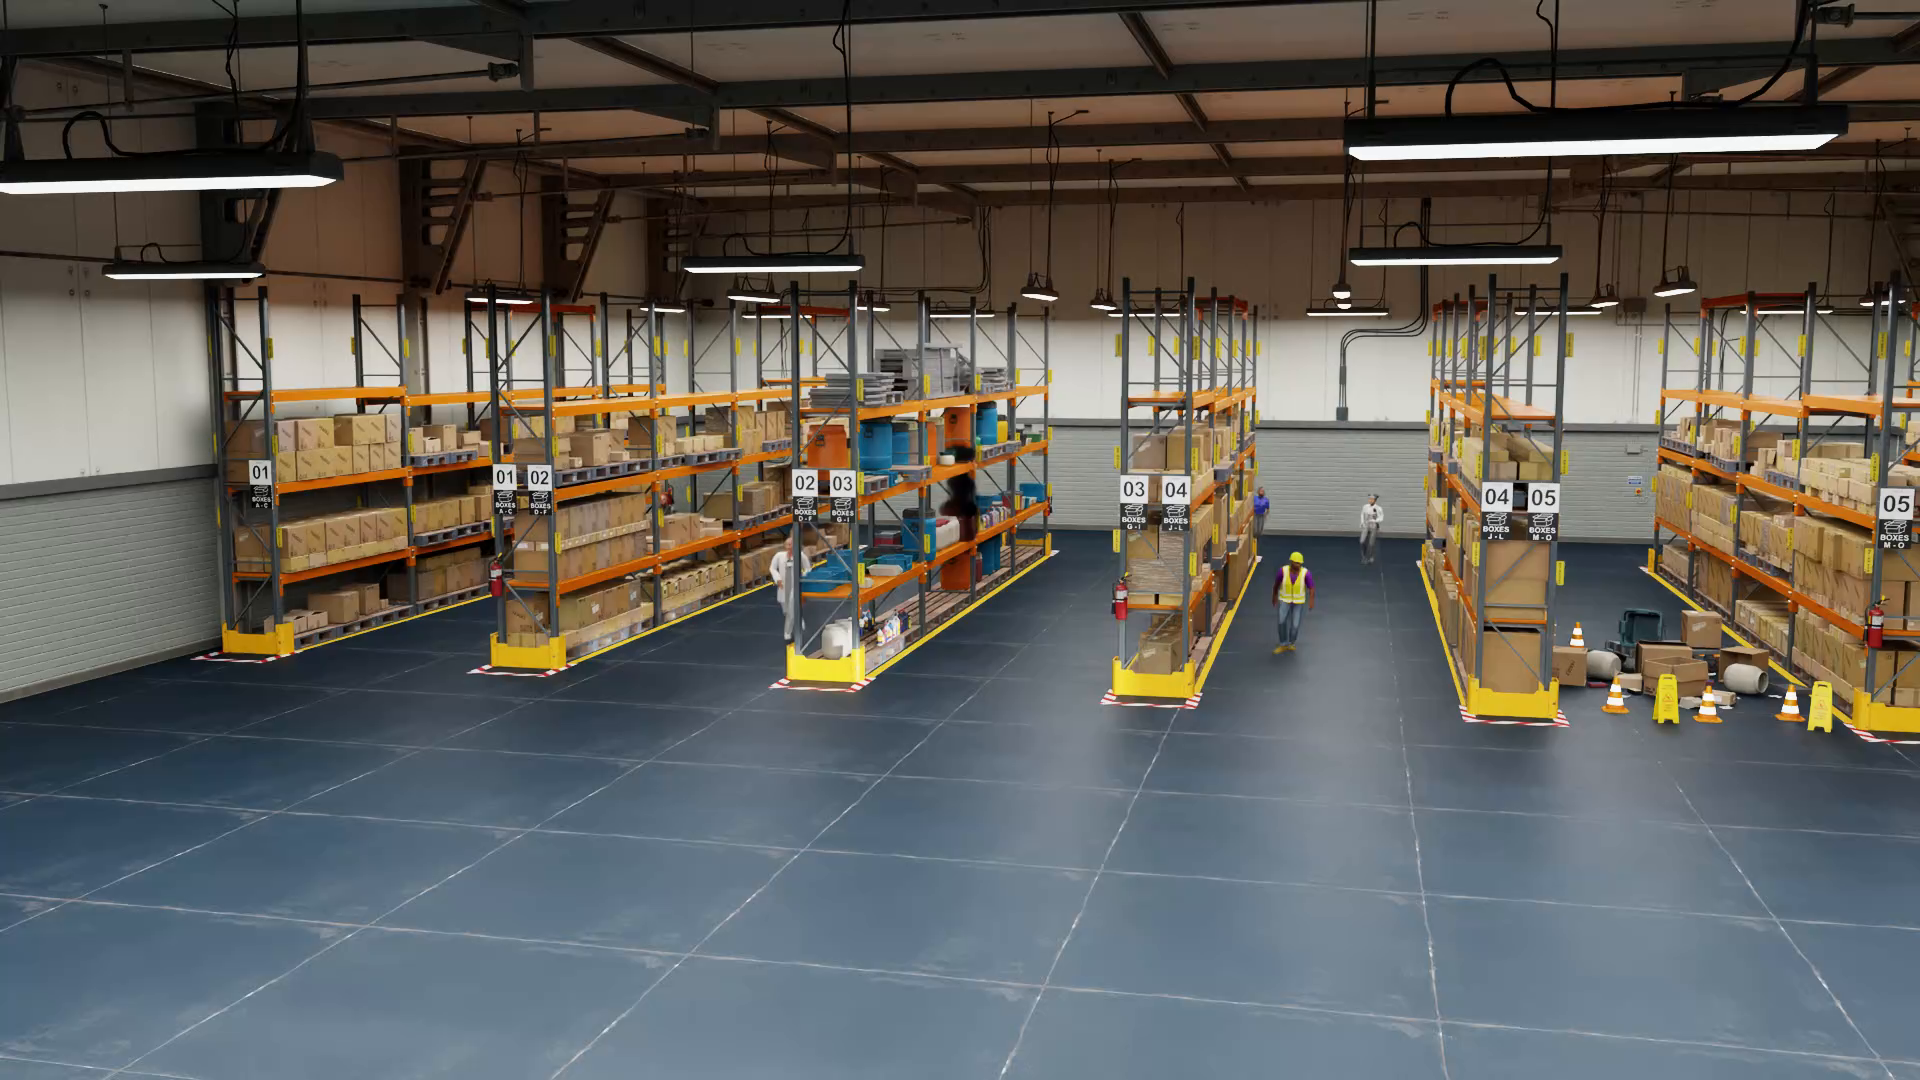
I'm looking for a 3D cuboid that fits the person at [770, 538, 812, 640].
[{"bbox_3d":[-2.899,0.812,28.624,0.701,1.736,0.713,1,7,9],"label":"person"}]

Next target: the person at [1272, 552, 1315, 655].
[{"bbox_3d":[5.483,1.023,27.350,0.672,1.716,0.770,1,7,8],"label":"person"}]

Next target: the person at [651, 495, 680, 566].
[{"bbox_3d":[-6.618,-0.129,37.296,0.603,1.774,0.834,2,7,13],"label":"person"}]

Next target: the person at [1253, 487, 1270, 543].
[{"bbox_3d":[7.381,-0.507,41.022,0.561,1.611,0.526,-1,7,-10],"label":"person"}]

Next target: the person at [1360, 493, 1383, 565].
[{"bbox_3d":[9.541,-0.258,38.698,0.557,1.701,0.627,4,8,30],"label":"person"}]
